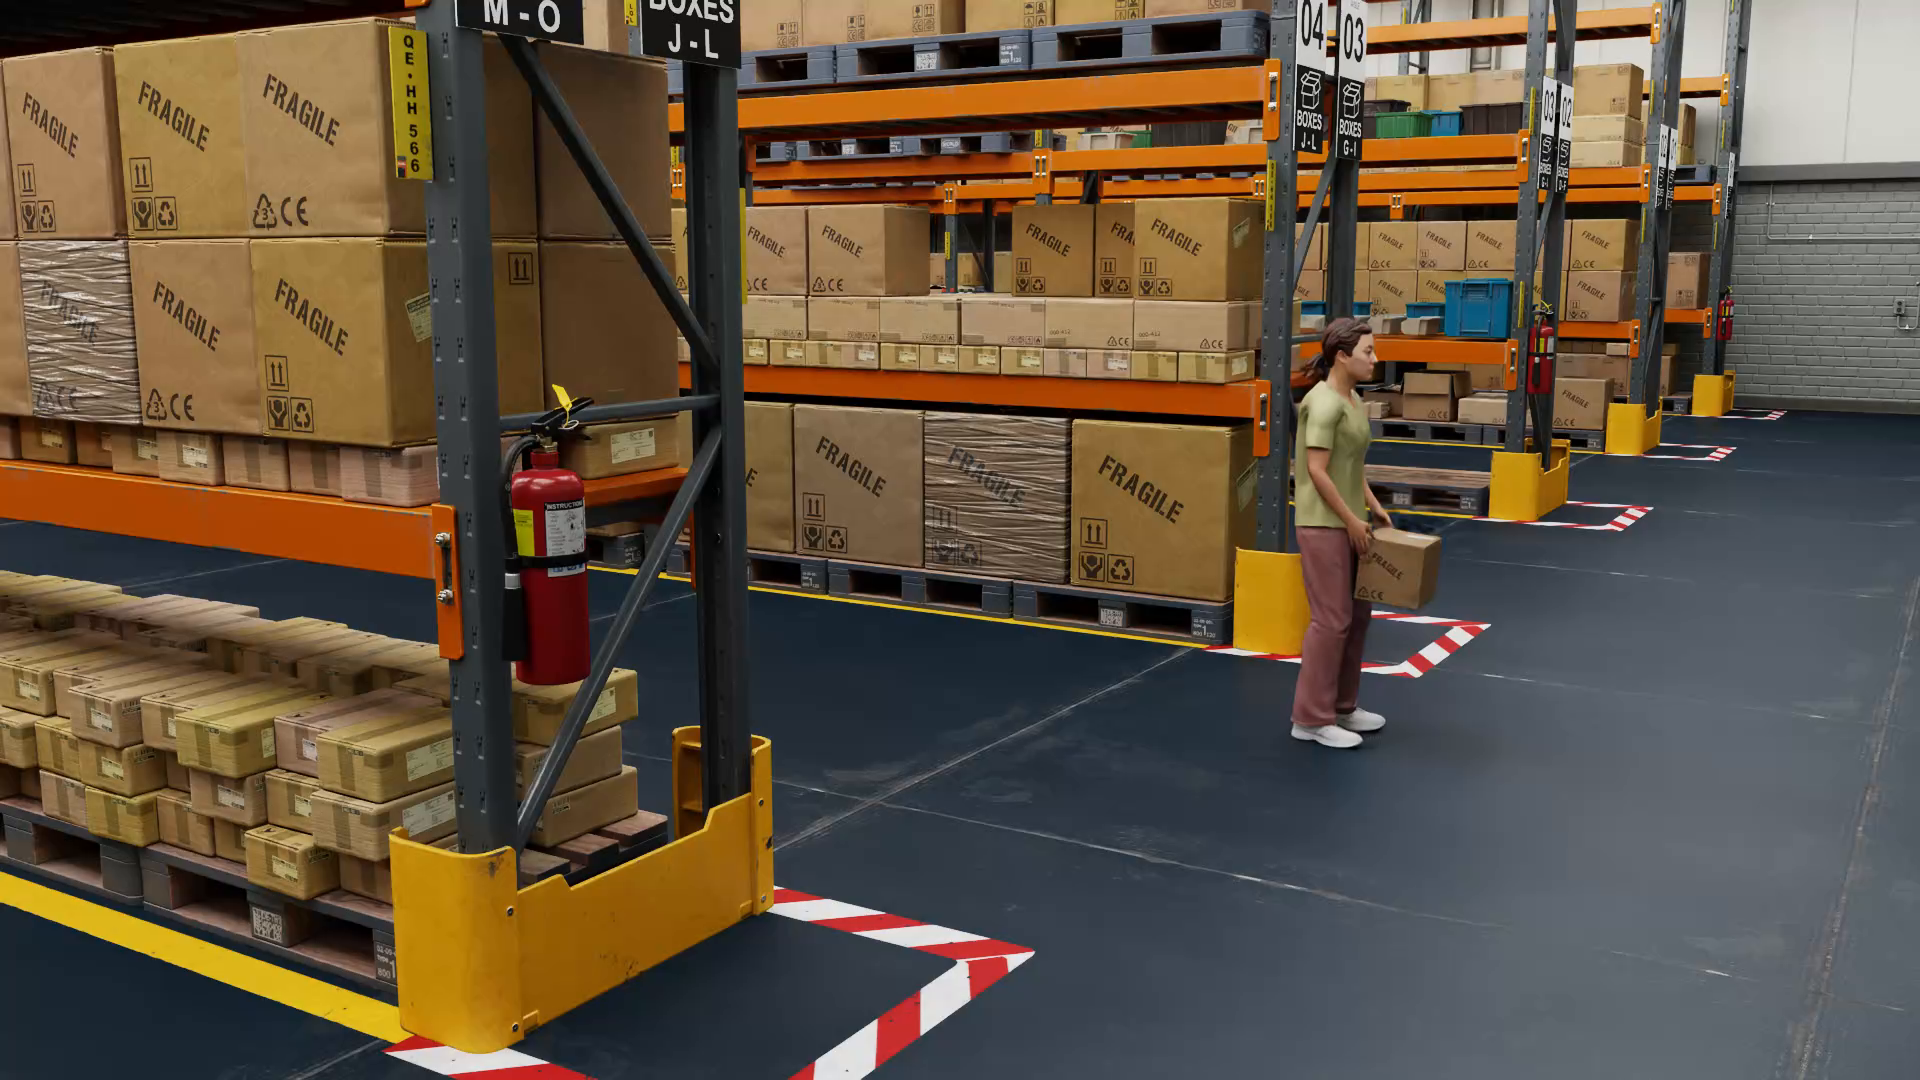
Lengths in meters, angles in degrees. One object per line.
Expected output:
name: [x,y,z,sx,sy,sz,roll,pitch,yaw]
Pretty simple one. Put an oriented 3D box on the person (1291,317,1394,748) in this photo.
person: [1.517,-0.043,6.636,0.366,1.676,0.475,5,11,30]
